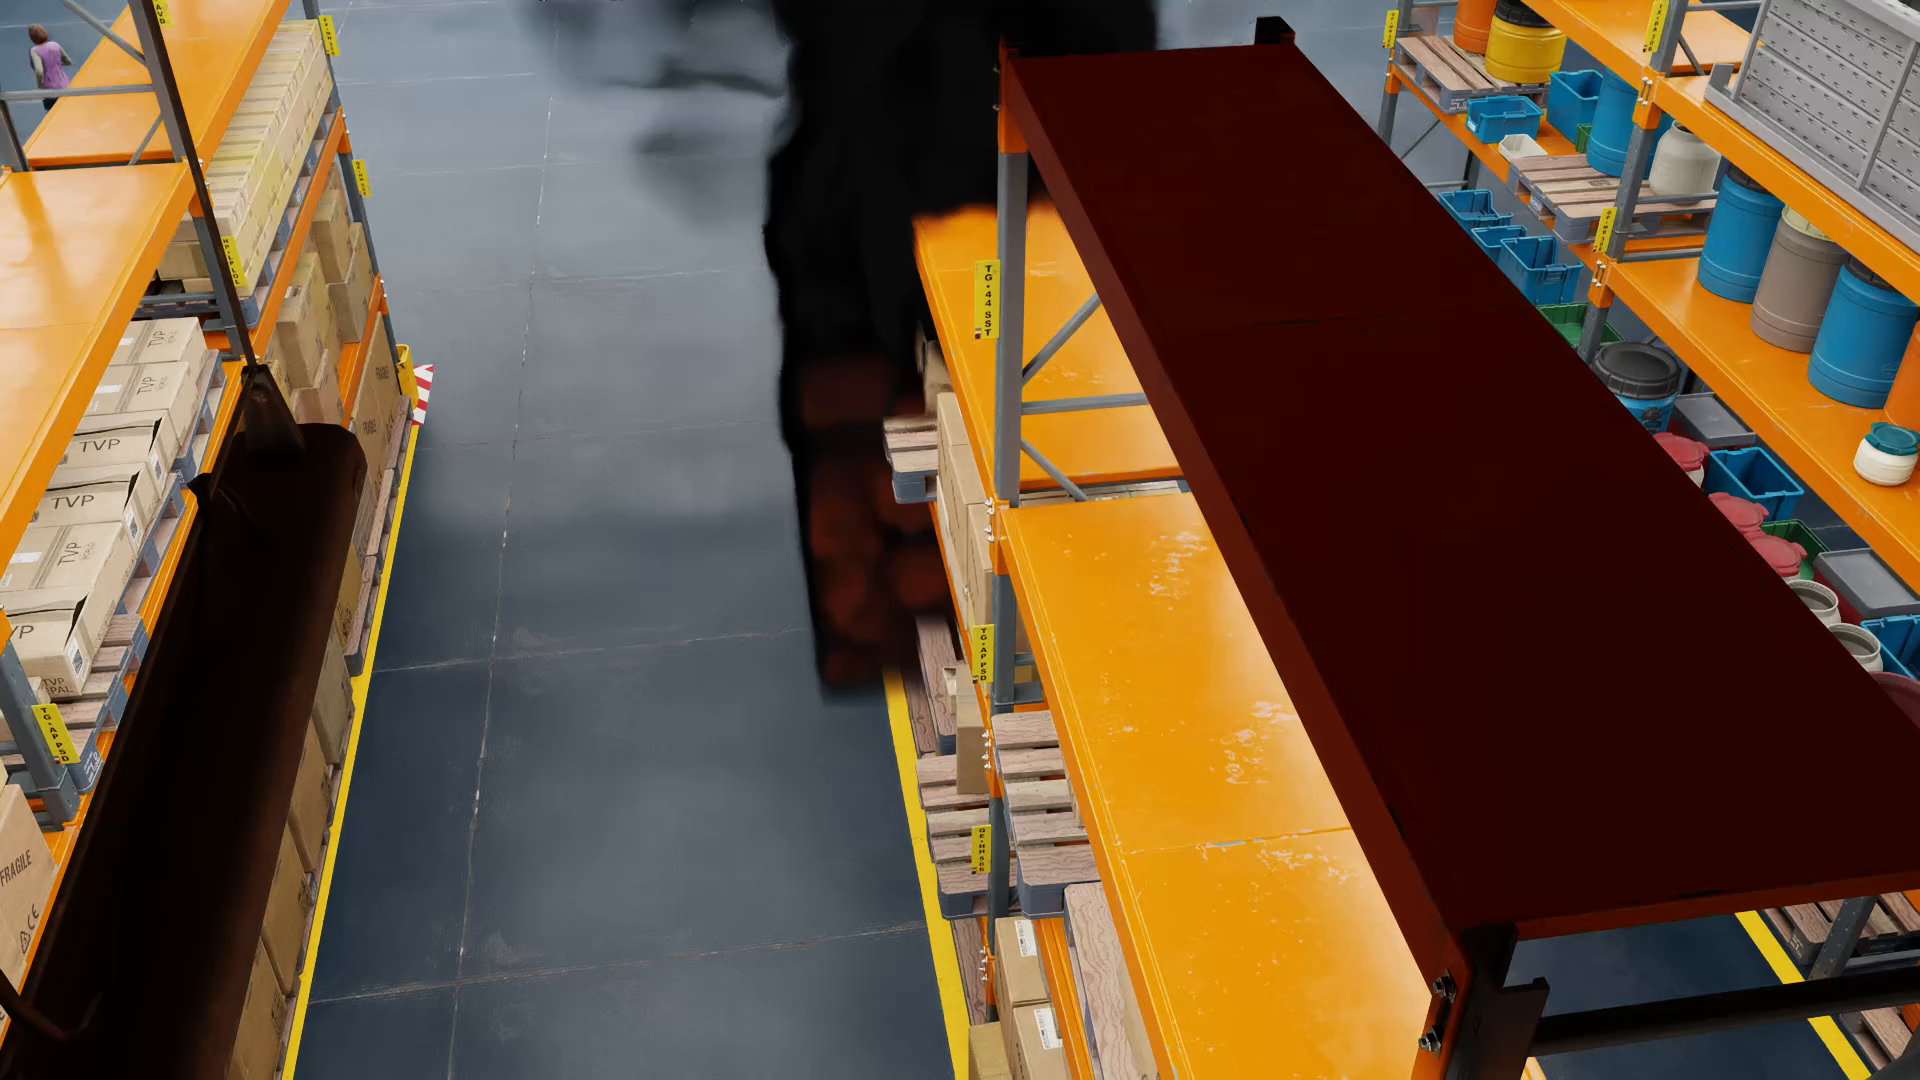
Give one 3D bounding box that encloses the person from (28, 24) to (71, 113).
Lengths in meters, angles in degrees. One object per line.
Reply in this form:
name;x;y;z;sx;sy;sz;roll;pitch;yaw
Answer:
person;-10.299;-5.108;19.020;0.859;1.597;0.565;21;41;26
